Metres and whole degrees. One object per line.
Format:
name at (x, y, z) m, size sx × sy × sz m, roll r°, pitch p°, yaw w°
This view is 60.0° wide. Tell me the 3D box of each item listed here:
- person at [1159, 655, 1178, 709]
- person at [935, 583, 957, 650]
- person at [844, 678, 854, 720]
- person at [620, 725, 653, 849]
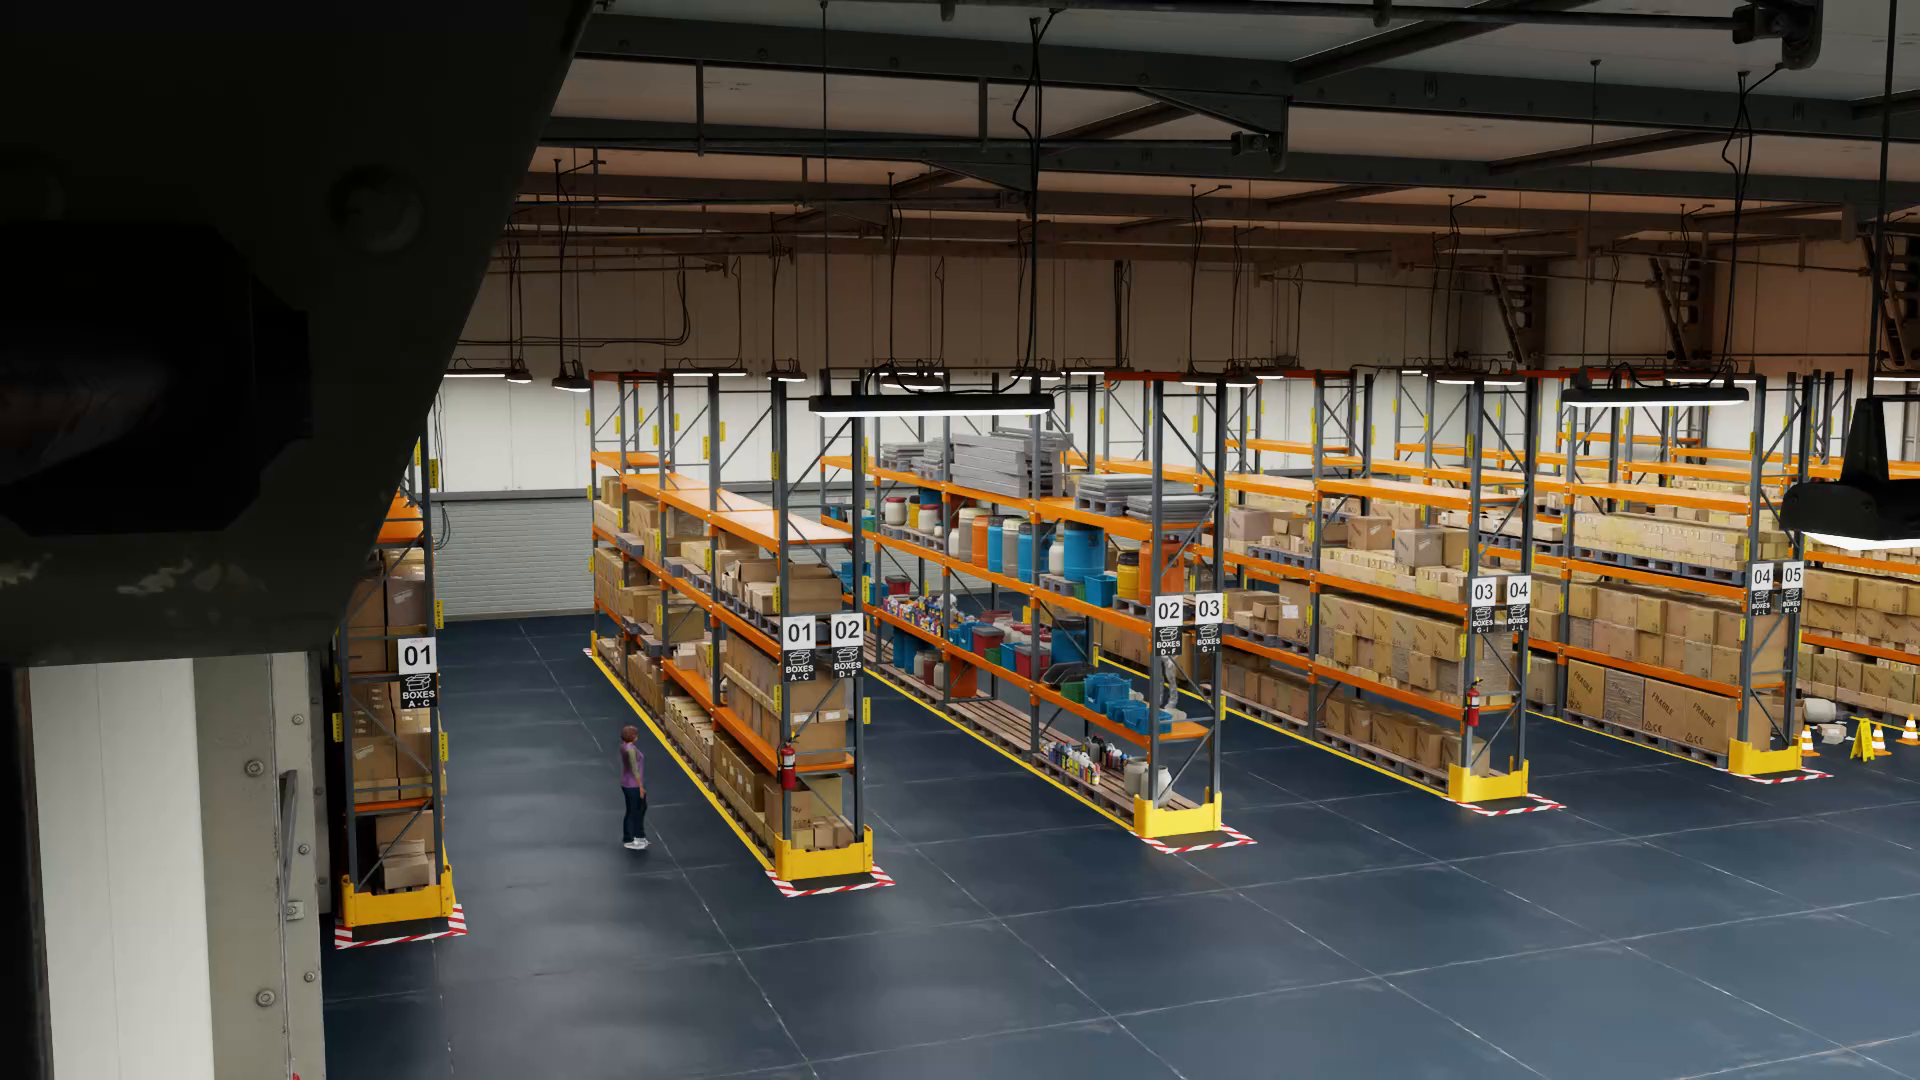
person at (3.695, 2.106, 29.824) m, size 0.423 × 1.785 × 0.613 m, roll -5°, pitch 8°, yaw -40°
person at (-0.224, 1.678, 34.377) m, size 0.538 × 1.614 × 1.025 m, roll -4°, pitch 7°, yaw -30°
person at (-1.919, 2.233, 28.981) m, size 0.523 × 1.790 × 0.625 m, roll 1°, pitch 7°, yaw 12°
person at (-4.171, 3.184, 21.336) m, size 0.387 × 1.652 × 0.416 m, roll 0°, pitch 6°, yaw -4°
